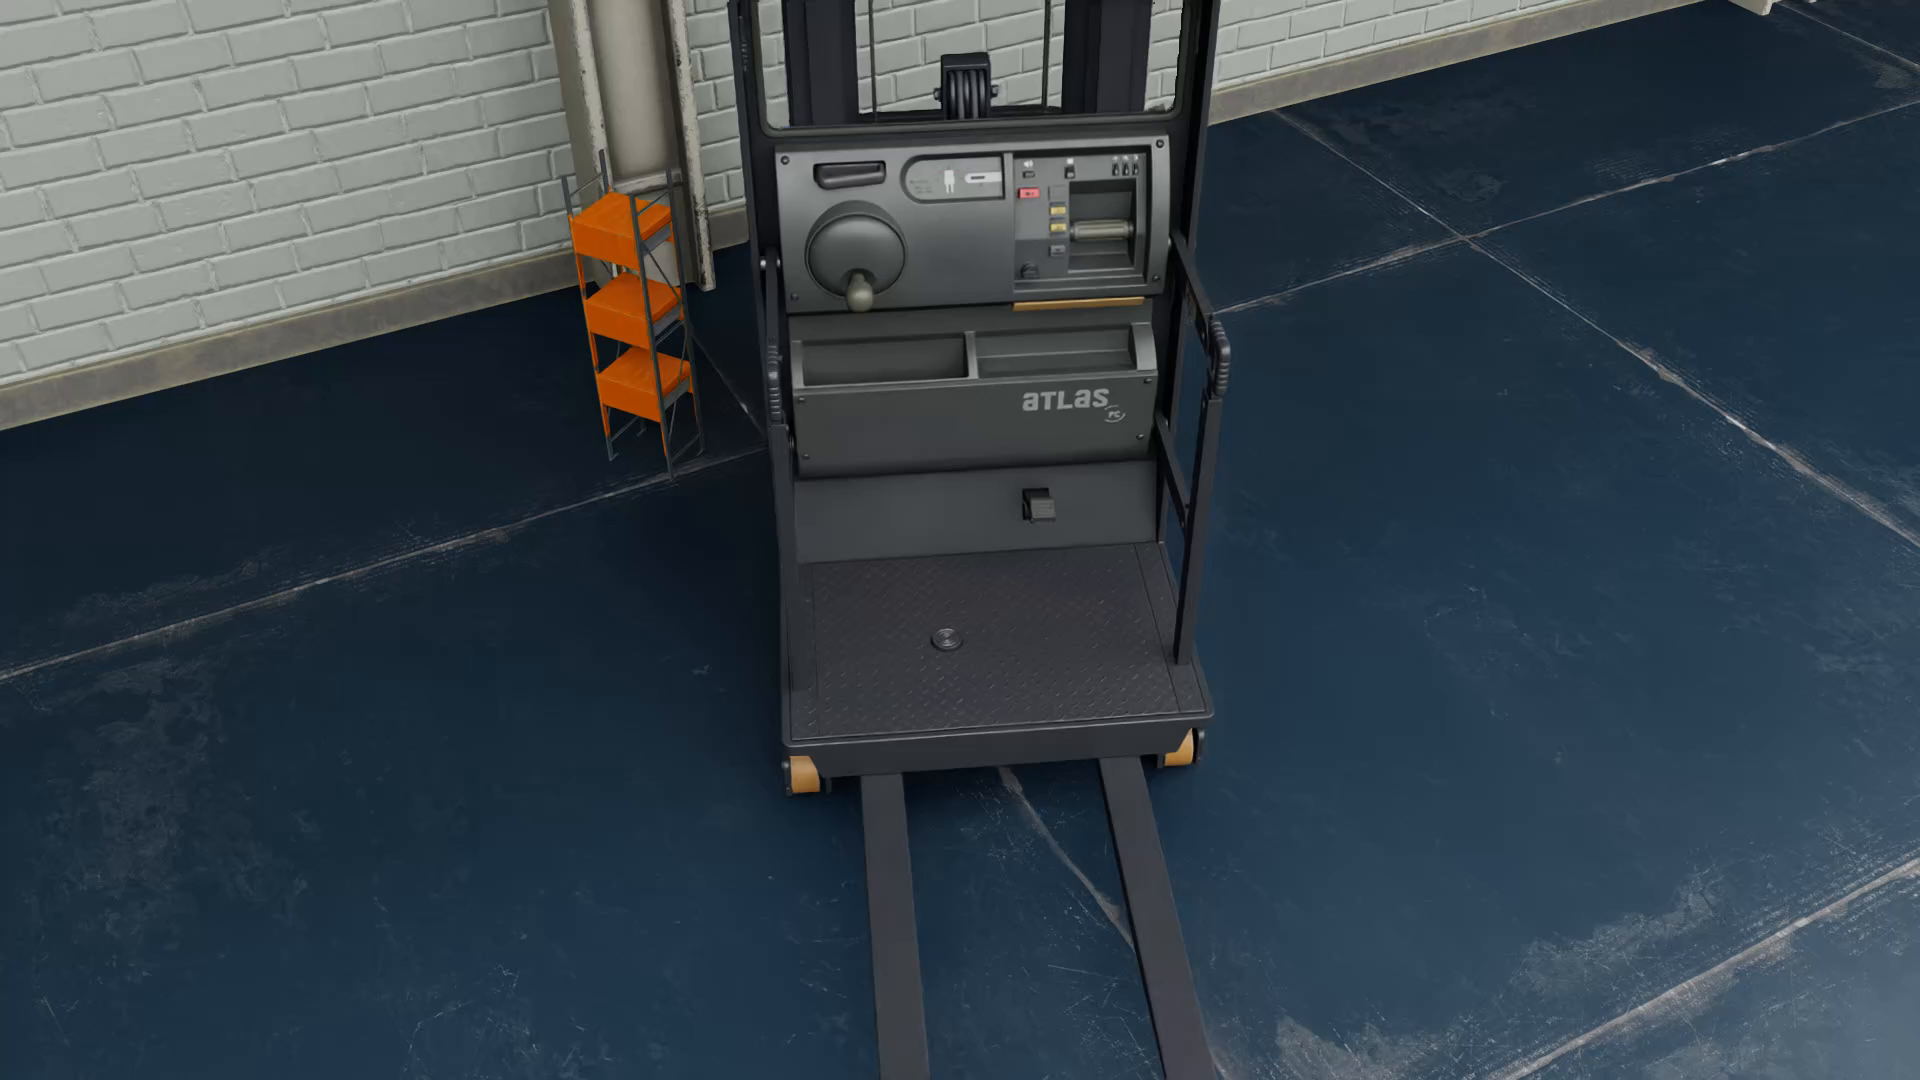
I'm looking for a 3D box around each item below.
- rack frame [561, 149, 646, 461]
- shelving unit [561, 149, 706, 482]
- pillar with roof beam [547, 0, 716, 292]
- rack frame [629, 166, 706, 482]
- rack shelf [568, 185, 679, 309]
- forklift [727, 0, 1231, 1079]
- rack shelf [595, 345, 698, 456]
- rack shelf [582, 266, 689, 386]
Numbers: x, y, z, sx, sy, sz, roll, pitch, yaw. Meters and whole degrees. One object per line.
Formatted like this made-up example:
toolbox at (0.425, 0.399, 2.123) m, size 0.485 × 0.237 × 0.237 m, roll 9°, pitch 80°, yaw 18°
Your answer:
rack frame at (-1.124, -0.722, 5.290) m, size 0.008 × 1.050 × 0.200 m, roll 18°, pitch 44°, yaw 20°
shelving unit at (-1.016, -0.686, 5.248) m, size 0.252 × 1.050 × 0.215 m, roll 18°, pitch 44°, yaw 20°
pillar with roof beam at (0.807, -1.965, 0.606) m, size 0.400 × 9.000 × 9.100 m, roll -19°, pitch 44°, yaw -21°
rack frame at (-0.907, -0.650, 5.205) m, size 0.008 × 1.050 × 0.200 m, roll 18°, pitch 44°, yaw 20°
rack shelf at (-1.016, -0.895, 5.071) m, size 0.240 × 0.259 × 0.215 m, roll 18°, pitch 44°, yaw 20°
forklift at (0.058, -0.676, 3.780) m, size 1.130 × 2.935 × 3.031 m, roll -4°, pitch 40°, yaw -4°
rack shelf at (-1.016, -0.466, 5.434) m, size 0.240 × 0.259 × 0.215 m, roll 18°, pitch 44°, yaw 20°
rack shelf at (-1.016, -0.678, 5.255) m, size 0.240 × 0.259 × 0.215 m, roll 18°, pitch 44°, yaw 20°
